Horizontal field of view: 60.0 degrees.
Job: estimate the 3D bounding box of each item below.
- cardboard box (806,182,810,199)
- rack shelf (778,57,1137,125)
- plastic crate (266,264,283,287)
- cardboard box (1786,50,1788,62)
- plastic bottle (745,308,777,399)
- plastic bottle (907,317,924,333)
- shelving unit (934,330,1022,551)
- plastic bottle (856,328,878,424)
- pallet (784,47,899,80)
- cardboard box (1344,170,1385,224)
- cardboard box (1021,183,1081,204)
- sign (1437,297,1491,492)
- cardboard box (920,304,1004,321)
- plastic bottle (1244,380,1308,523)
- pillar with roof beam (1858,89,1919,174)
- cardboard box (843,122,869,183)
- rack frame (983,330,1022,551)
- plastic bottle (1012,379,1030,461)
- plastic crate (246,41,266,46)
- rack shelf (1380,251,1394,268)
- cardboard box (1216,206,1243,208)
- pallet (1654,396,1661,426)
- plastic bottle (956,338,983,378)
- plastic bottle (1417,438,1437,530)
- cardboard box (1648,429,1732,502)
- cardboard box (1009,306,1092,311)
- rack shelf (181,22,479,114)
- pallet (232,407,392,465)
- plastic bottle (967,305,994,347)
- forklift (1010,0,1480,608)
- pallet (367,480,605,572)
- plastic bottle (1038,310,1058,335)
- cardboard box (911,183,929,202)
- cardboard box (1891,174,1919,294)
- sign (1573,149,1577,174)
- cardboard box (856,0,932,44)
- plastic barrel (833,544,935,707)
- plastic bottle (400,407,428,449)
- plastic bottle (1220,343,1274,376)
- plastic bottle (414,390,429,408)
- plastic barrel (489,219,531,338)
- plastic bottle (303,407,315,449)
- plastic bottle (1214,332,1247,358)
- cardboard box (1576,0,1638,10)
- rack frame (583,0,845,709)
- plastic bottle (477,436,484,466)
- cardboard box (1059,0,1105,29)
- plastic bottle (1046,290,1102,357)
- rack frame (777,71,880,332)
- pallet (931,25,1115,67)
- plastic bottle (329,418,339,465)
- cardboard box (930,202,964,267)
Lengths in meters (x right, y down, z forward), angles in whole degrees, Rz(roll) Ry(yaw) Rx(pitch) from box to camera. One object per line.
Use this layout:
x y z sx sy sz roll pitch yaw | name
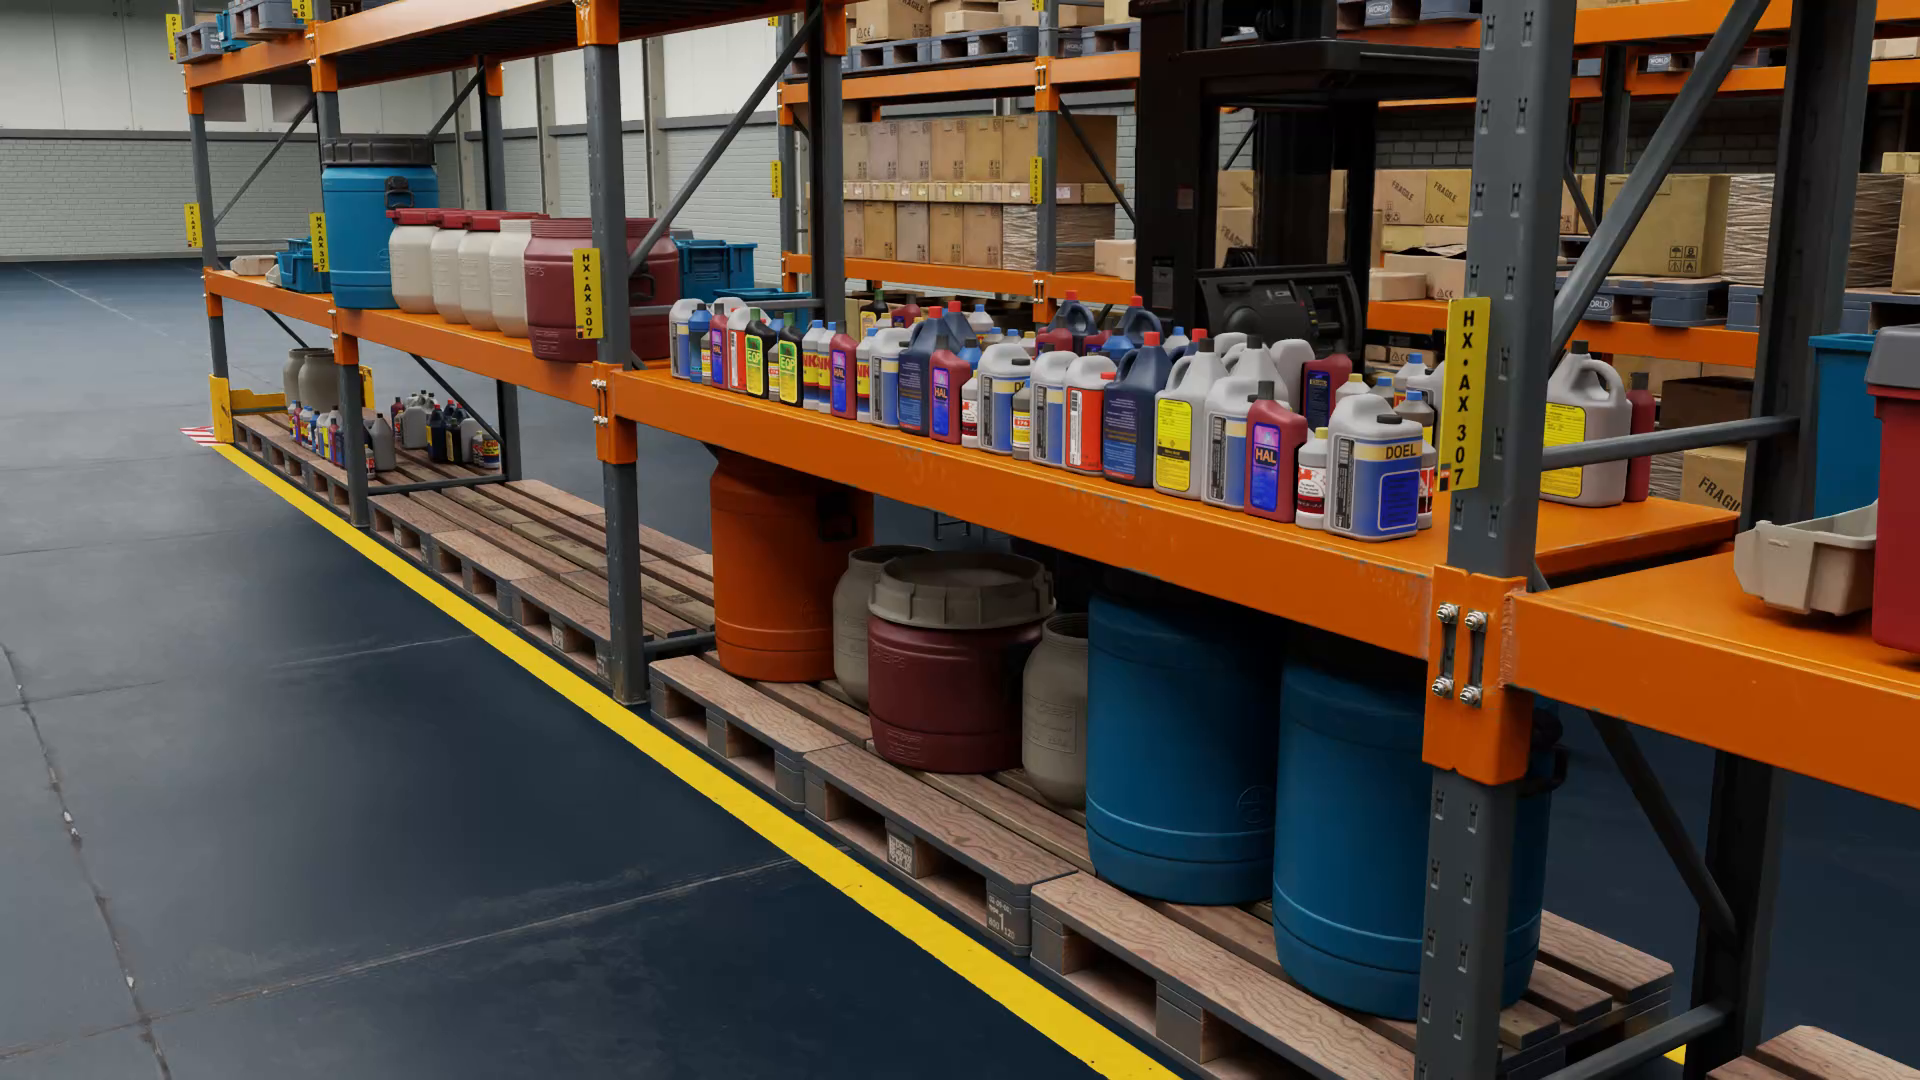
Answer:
-1.173 -3.165 15.063 0.380 0.149 0.250 -8 15 -33 | cardboard box
-0.103 -3.653 13.708 1.077 0.370 4.000 -8 15 -33 | rack shelf
-4.231 -1.728 10.859 0.530 0.136 0.437 -8 15 -33 | plastic crate
6.702 -3.826 12.527 0.797 0.503 0.637 -6 14 -25 | cardboard box
-0.641 -0.603 5.370 0.061 0.283 0.133 -8 15 -33 | plastic bottle
-0.149 -0.704 6.026 0.097 0.201 0.097 0 12 0 | plastic bottle
0.092 -0.557 9.099 0.258 1.200 0.503 -8 15 -33 | shelving unit
-0.252 -0.479 4.833 0.097 0.271 0.097 0 12 0 | plastic bottle
-0.841 -4.188 14.678 1.003 0.211 1.213 -8 15 -33 | pallet
4.056 -3.300 15.978 0.500 0.500 0.500 -9 15 -34 | cardboard box
0.676 -2.572 12.350 0.380 0.149 0.250 -8 15 -33 | cardboard box
0.853 -0.246 2.815 0.100 0.325 0.005 -8 15 -33 | sign
0.019 -1.647 13.570 0.500 0.500 0.500 -8 15 -33 | cardboard box
0.658 -0.186 3.462 0.061 0.283 0.133 -8 15 -33 | plastic bottle
3.759 -4.814 10.311 9.100 9.000 0.400 -8 15 -33 | pillar with roof beam
-0.638 -3.391 14.575 0.700 0.500 0.500 -9 15 -34 | cardboard box
0.227 -0.513 8.901 0.240 1.200 0.015 -8 15 -33 | rack frame
0.181 -0.306 4.204 0.097 0.201 0.097 0 12 0 | plastic bottle
-4.346 -3.172 10.441 0.243 0.136 0.396 -8 15 -33 | plastic crate
4.019 -2.775 16.713 1.077 0.370 4.000 -8 15 -33 | rack shelf
1.709 -2.000 11.253 0.500 0.500 0.500 -7 14 -29 | cardboard box
6.239 -1.053 13.682 1.003 0.211 1.213 -8 15 -33 | pallet
0.029 -0.412 4.527 0.097 0.271 0.097 0 12 0 | plastic bottle
0.918 -0.128 3.390 0.097 0.201 0.097 0 12 0 | plastic bottle
3.530 -0.259 8.345 0.500 0.500 0.500 -9 15 -35 | cardboard box
0.725 -1.619 13.443 0.500 0.500 0.500 -8 15 -33 | cardboard box
-4.229 -3.067 11.030 1.077 0.370 4.000 -8 15 -33 | rack shelf
-4.810 -0.794 12.498 1.003 0.211 1.213 -8 15 -33 | pallet
0.067 -0.669 5.702 0.097 0.271 0.097 0 12 0 | plastic bottle
1.510 -0.981 6.989 1.130 2.935 3.031 -9 15 -35 | forklift
-2.653 -0.101 9.327 1.003 0.211 1.213 -8 15 -33 | pallet
0.308 -0.605 5.379 0.061 0.283 0.133 -8 15 -33 | plastic bottle
-0.176 -2.845 13.598 0.380 0.149 0.250 -8 14 -31 | cardboard box
4.407 -1.322 7.167 0.500 0.500 0.700 11 16 41 | cardboard box
5.587 -3.402 15.189 0.100 0.325 0.005 -8 15 -33 | sign
-0.519 -4.355 13.689 0.500 0.500 0.500 -8 15 -33 | cardboard box
-0.232 0.299 5.816 0.421 0.512 0.421 0 12 0 | plastic barrel
-3.672 -0.762 11.171 0.152 0.276 0.135 -8 15 -33 | plastic bottle
0.733 -0.389 4.408 0.152 0.276 0.135 -8 15 -33 | plastic bottle
-3.666 -0.854 11.415 0.144 0.351 0.185 -7 14 -30 | plastic bottle
-1.886 -1.174 7.446 0.421 0.512 0.421 0 12 0 | plastic barrel
-4.346 -0.753 11.141 0.097 0.271 0.097 0 12 0 | plastic bottle
0.731 -0.448 4.679 0.152 0.276 0.135 -8 15 -33 | plastic bottle
3.491 -2.913 8.404 0.910 0.500 0.500 -8 15 -33 | cardboard box
-0.904 -0.886 6.394 1.000 3.000 0.127 -8 15 -33 | rack frame
-2.989 -0.572 10.478 0.097 0.201 0.097 0 12 0 | plastic bottle
0.945 -4.092 12.487 0.500 0.500 0.500 -7 14 -28 | cardboard box
0.362 -0.604 5.220 0.144 0.351 0.185 -8 15 -33 | plastic bottle
-1.211 -2.895 15.578 1.000 3.000 0.127 -8 15 -33 | rack frame
0.511 -3.754 12.694 1.003 0.211 1.213 -8 15 -33 | pallet
-3.949 -0.624 10.524 0.061 0.283 0.133 -7 14 -29 | plastic bottle
0.182 -2.493 13.507 0.700 0.500 0.500 -8 15 -32 | cardboard box
